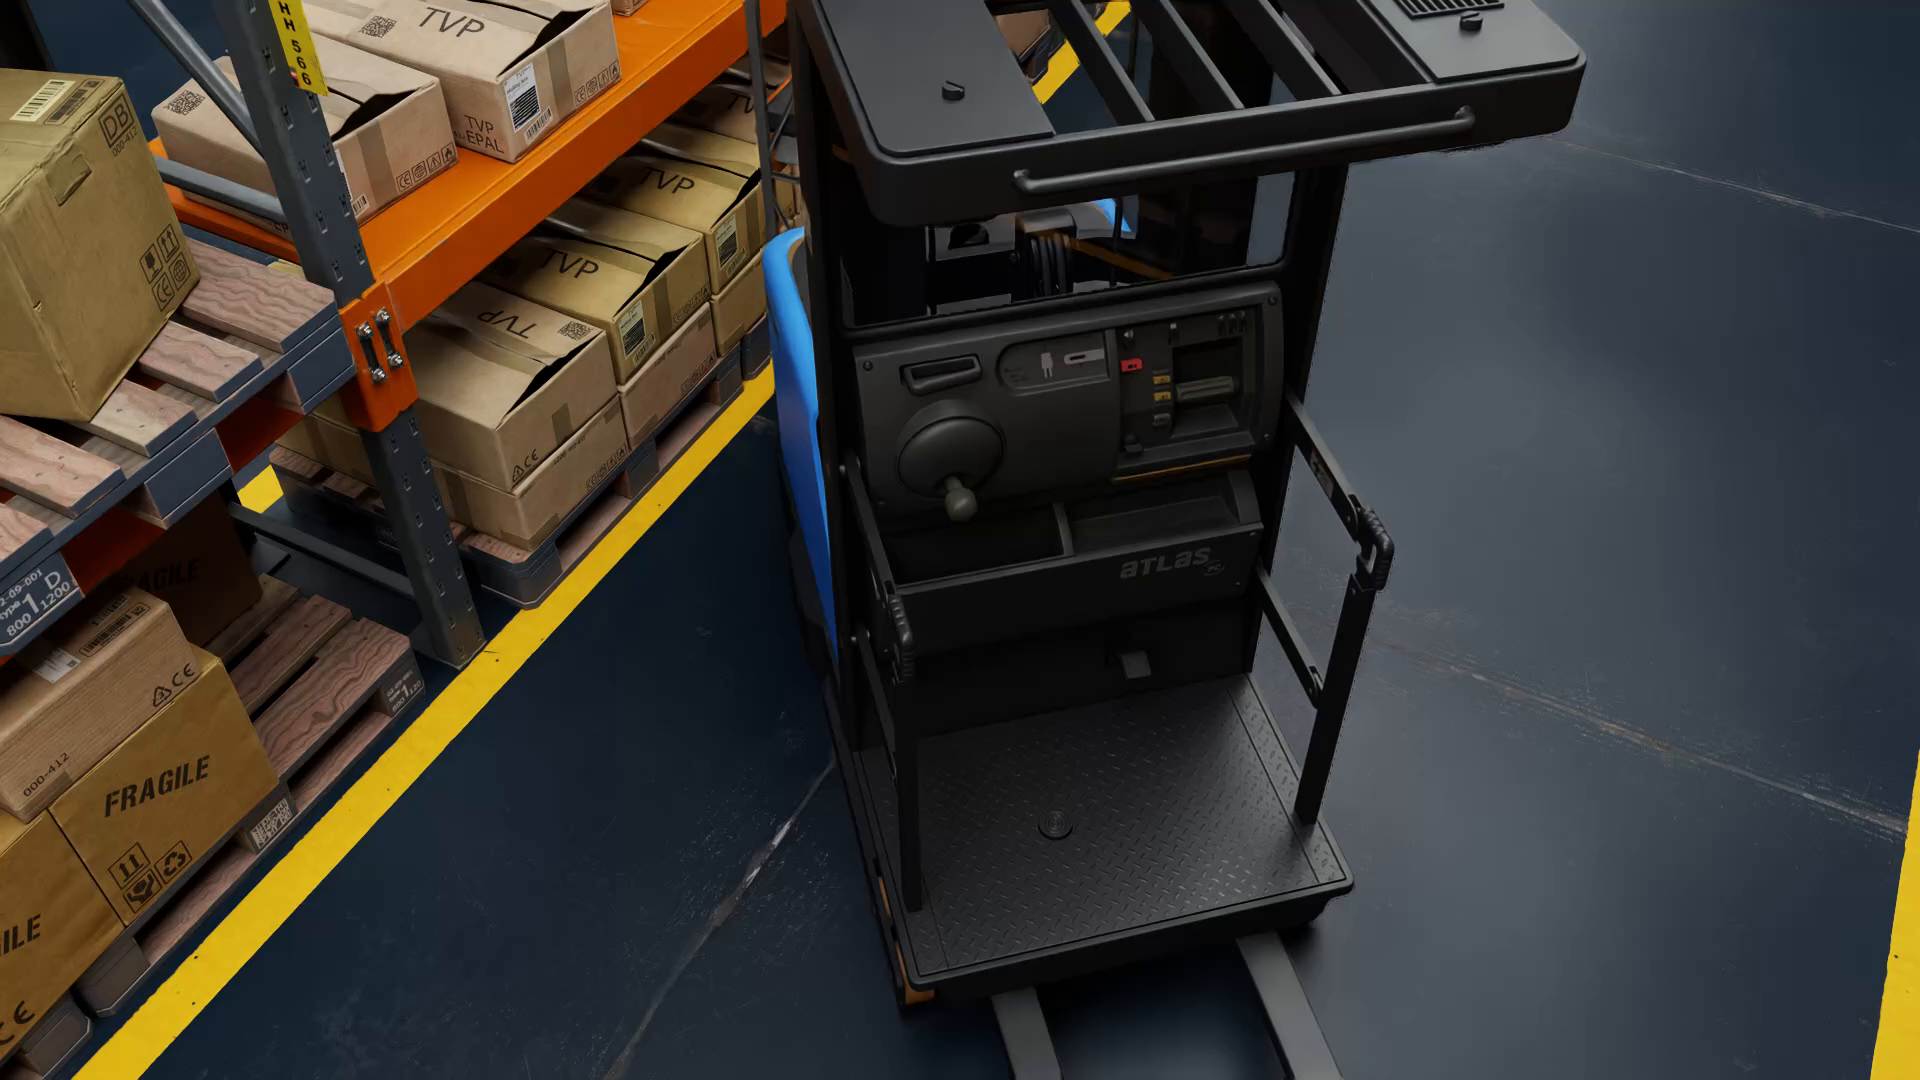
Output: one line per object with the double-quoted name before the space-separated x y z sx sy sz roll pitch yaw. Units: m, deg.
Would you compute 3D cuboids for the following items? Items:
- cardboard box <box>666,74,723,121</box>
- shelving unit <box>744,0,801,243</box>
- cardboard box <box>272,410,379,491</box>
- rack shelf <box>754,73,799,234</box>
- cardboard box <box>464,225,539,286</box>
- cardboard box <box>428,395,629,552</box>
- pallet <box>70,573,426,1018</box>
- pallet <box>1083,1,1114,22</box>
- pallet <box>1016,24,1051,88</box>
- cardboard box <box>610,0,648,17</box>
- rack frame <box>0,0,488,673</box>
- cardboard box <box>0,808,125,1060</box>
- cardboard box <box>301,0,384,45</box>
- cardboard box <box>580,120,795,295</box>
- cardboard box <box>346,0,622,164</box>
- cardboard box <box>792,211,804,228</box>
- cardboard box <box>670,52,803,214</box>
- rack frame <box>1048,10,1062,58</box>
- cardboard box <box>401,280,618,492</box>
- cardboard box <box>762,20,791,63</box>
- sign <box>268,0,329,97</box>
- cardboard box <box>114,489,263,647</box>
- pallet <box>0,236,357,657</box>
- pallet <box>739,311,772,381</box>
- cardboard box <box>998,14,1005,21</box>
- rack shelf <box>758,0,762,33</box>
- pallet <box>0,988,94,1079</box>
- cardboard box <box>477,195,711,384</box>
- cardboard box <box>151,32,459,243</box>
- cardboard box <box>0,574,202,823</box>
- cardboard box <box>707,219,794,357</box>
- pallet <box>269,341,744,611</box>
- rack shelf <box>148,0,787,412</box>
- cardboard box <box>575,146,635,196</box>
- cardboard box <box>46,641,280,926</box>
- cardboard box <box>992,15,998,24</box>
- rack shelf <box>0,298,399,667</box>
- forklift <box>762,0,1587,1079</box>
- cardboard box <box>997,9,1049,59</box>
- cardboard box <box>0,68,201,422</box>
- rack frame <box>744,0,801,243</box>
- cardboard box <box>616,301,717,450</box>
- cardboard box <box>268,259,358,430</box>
"cardboard box" -1.143 -1.621 5.987 0.500 0.311 0.500 22 49 20
"shelving unit" -0.292 -1.166 4.926 0.431 2.100 0.503 17 48 16
"cardboard box" -1.847 -0.463 5.237 0.500 0.250 0.500 22 49 20
"rack shelf" -0.292 -1.156 4.936 0.431 0.518 0.480 17 48 16
"cardboard box" -1.614 -0.989 5.363 0.500 0.311 0.500 20 49 18
"cardboard box" -1.372 -0.284 5.060 0.500 0.250 0.500 20 49 19
"pallet" -2.255 0.568 4.540 1.003 0.211 1.213 20 49 19
"pallet" 0.388 -2.897 7.965 1.003 0.211 1.213 20 49 19
"pallet" -0.325 -1.933 7.012 1.003 0.211 1.213 20 49 19
"cardboard box" -1.110 -1.968 5.016 0.500 0.500 0.500 18 48 17
"rack frame" -1.875 -0.870 4.001 1.000 3.000 0.127 20 49 19
"cardboard box" -2.342 0.846 3.753 0.500 0.500 0.500 19 48 18
"cardboard box" -1.702 -1.440 4.741 0.380 0.149 0.250 20 49 19
"cardboard box" -0.896 -1.136 5.507 0.500 0.311 0.500 19 48 18
"cardboard box" -1.288 -1.338 4.527 0.500 0.311 0.500 20 49 19
"cardboard box" -0.665 -1.254 6.018 0.500 0.250 0.500 21 49 20
"cardboard box" -0.658 -1.460 5.827 0.500 0.311 0.500 20 49 19
"rack frame" -0.018 -3.390 6.492 1.000 3.000 0.127 20 49 19
"cardboard box" -1.372 -0.481 4.861 0.500 0.311 0.500 22 49 20
"cardboard box" -0.422 -1.775 6.139 0.500 0.311 0.500 20 49 19
"sign" -1.390 -1.076 3.446 0.100 0.325 0.005 20 49 19
"cardboard box" -2.339 0.046 4.544 0.500 0.500 0.500 22 49 21
"pallet" -2.127 -0.353 3.624 1.213 0.211 1.003 20 49 19
"pallet" -0.891 -1.162 6.250 1.003 0.211 1.213 20 49 19
"cardboard box" 0.048 -2.419 6.775 0.500 0.311 0.500 20 49 19
"rack shelf" -0.292 -1.648 4.438 0.431 0.518 0.480 17 48 16
"pallet" -2.822 1.333 3.784 1.003 0.211 1.213 20 49 19
"cardboard box" -1.135 -0.815 5.190 0.500 0.311 0.500 19 48 18
"cardboard box" -1.667 -1.054 4.245 0.500 0.311 0.500 23 50 21
"cardboard box" -2.124 0.294 3.772 0.500 0.250 0.500 22 49 21
"cardboard box" -0.903 -0.931 5.699 0.500 0.250 0.500 19 48 18
"pallet" -1.458 -0.396 5.493 1.003 0.211 1.213 20 49 19
"rack shelf" -0.946 -1.877 5.502 1.077 0.370 4.000 20 49 19
"cardboard box" -1.378 -1.306 5.676 0.500 0.311 0.500 20 49 19
"cardboard box" -2.101 0.520 4.075 0.500 0.500 0.500 22 49 21
"cardboard box" -0.188 -2.089 6.449 0.500 0.311 0.500 22 49 20
"rack shelf" -2.803 0.643 3.012 1.077 0.370 4.000 20 49 19
"forklift" 0.299 -0.196 3.383 1.130 2.935 3.031 -10 46 -10
"cardboard box" 0.046 -2.214 6.967 0.500 0.250 0.500 20 49 19
"cardboard box" -2.067 -0.619 3.387 0.700 0.500 0.500 6 46 6
"rack frame" -0.391 -1.007 4.769 0.400 2.100 0.015 17 48 16
"cardboard box" -1.139 -0.601 5.373 0.500 0.250 0.500 19 48 18
"cardboard box" -1.850 -0.660 5.037 0.500 0.311 0.500 22 49 20
